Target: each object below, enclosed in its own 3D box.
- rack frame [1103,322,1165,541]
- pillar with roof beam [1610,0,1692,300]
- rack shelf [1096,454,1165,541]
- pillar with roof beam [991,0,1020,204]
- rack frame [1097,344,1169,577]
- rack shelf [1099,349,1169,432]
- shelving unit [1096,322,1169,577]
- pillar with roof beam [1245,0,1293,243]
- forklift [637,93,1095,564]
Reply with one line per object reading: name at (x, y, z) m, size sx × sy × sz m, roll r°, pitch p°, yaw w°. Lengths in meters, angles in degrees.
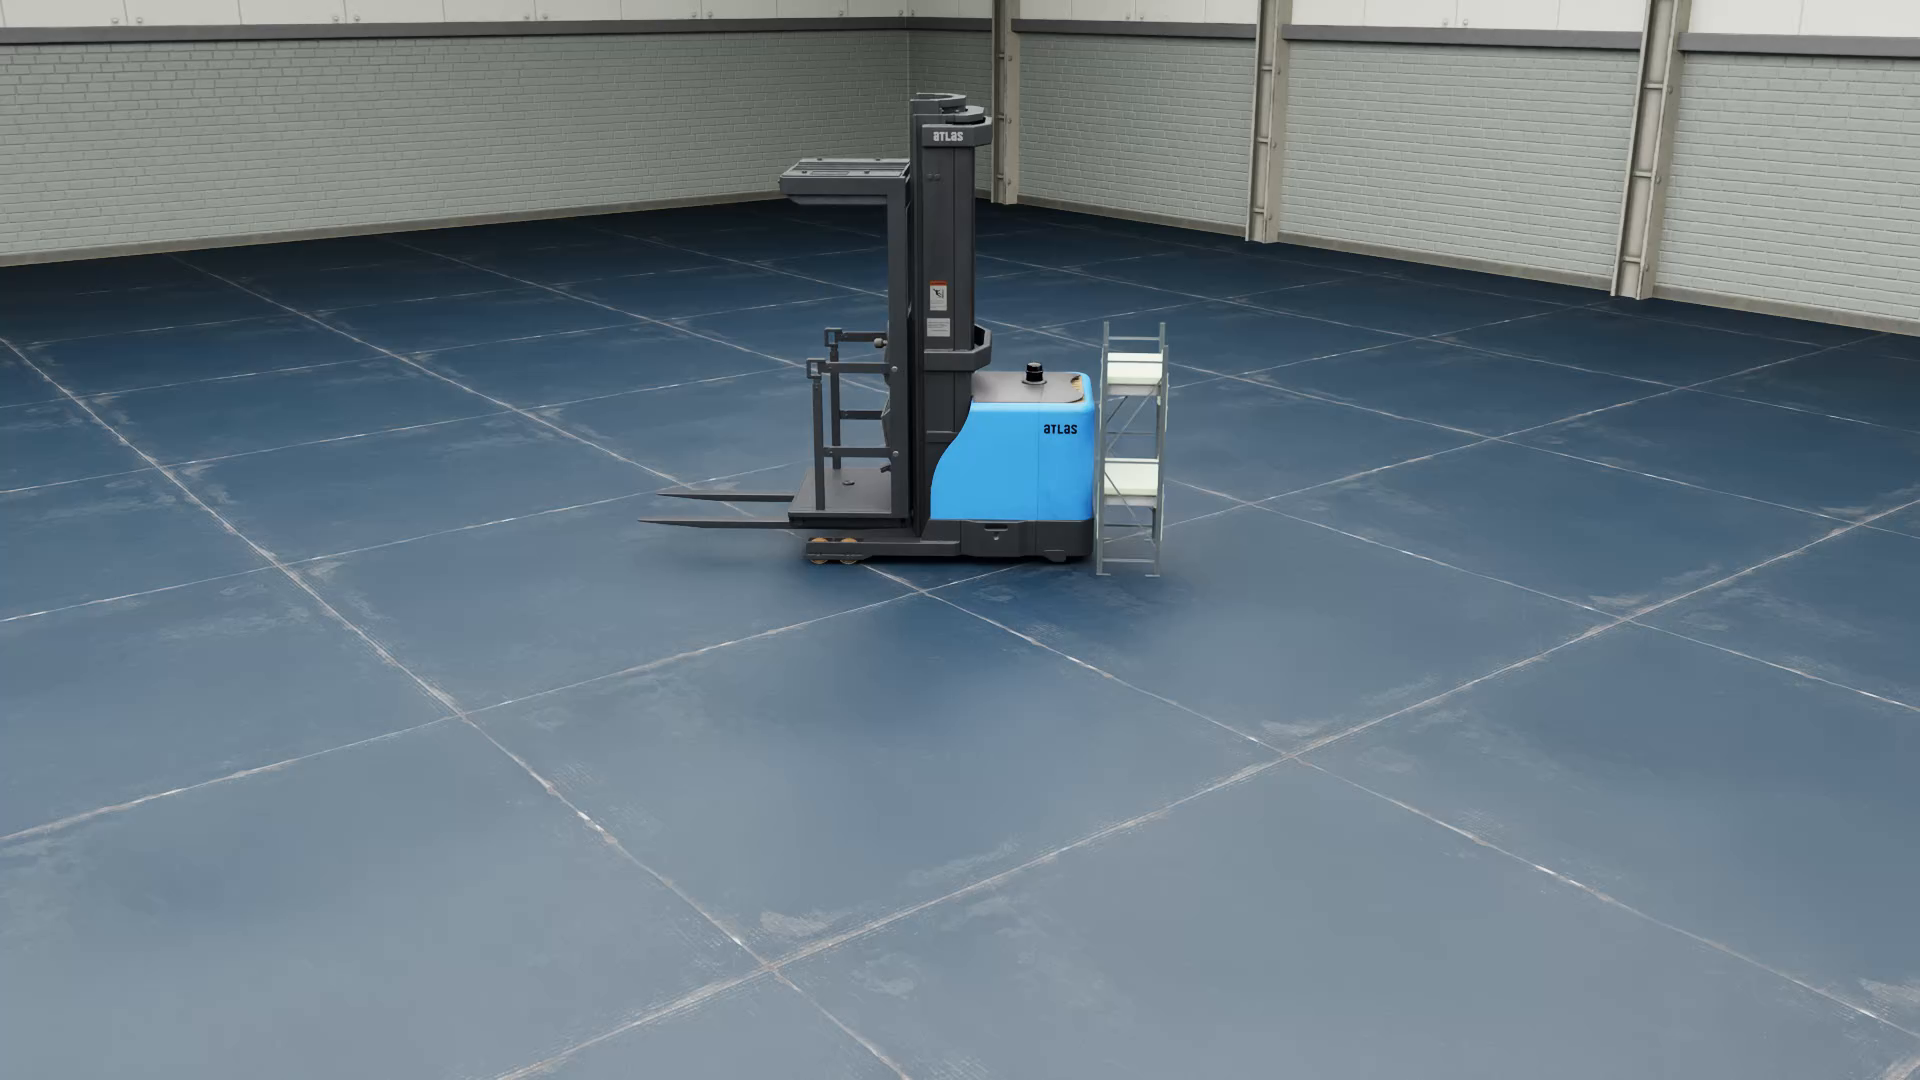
rack frame at (1.142, -0.711, 11.123) m, size 0.400 × 1.500 × 0.023 m, roll 2°, pitch 18°, yaw 5°
pillar with roof beam at (4.862, -6.422, 16.442) m, size 9.100 × 9.000 × 0.400 m, roll -14°, pitch 23°, yaw -36°
rack shelf at (1.110, -0.287, 10.879) m, size 0.431 × 0.370 × 0.720 m, roll 2°, pitch 18°, yaw 5°
pillar with roof beam at (-2.589, -9.379, 25.371) m, size 9.100 × 9.000 × 0.400 m, roll -14°, pitch 23°, yaw -36°
rack frame at (1.077, -0.482, 10.431) m, size 0.400 × 1.500 × 0.023 m, roll 2°, pitch 18°, yaw 5°
rack shelf at (1.110, -0.967, 10.654) m, size 0.431 × 0.370 × 0.720 m, roll 2°, pitch 18°, yaw 5°
shelving unit at (1.110, -0.596, 10.777) m, size 0.431 × 1.500 × 0.755 m, roll 2°, pitch 18°, yaw 5°
pillar with roof beam at (1.137, -7.901, 20.907) m, size 9.100 × 9.000 × 0.400 m, roll -14°, pitch 23°, yaw -36°
forklift at (-0.624, -1.399, 10.924) m, size 3.031 × 2.935 × 1.130 m, roll 1°, pitch 18°, yaw 2°
